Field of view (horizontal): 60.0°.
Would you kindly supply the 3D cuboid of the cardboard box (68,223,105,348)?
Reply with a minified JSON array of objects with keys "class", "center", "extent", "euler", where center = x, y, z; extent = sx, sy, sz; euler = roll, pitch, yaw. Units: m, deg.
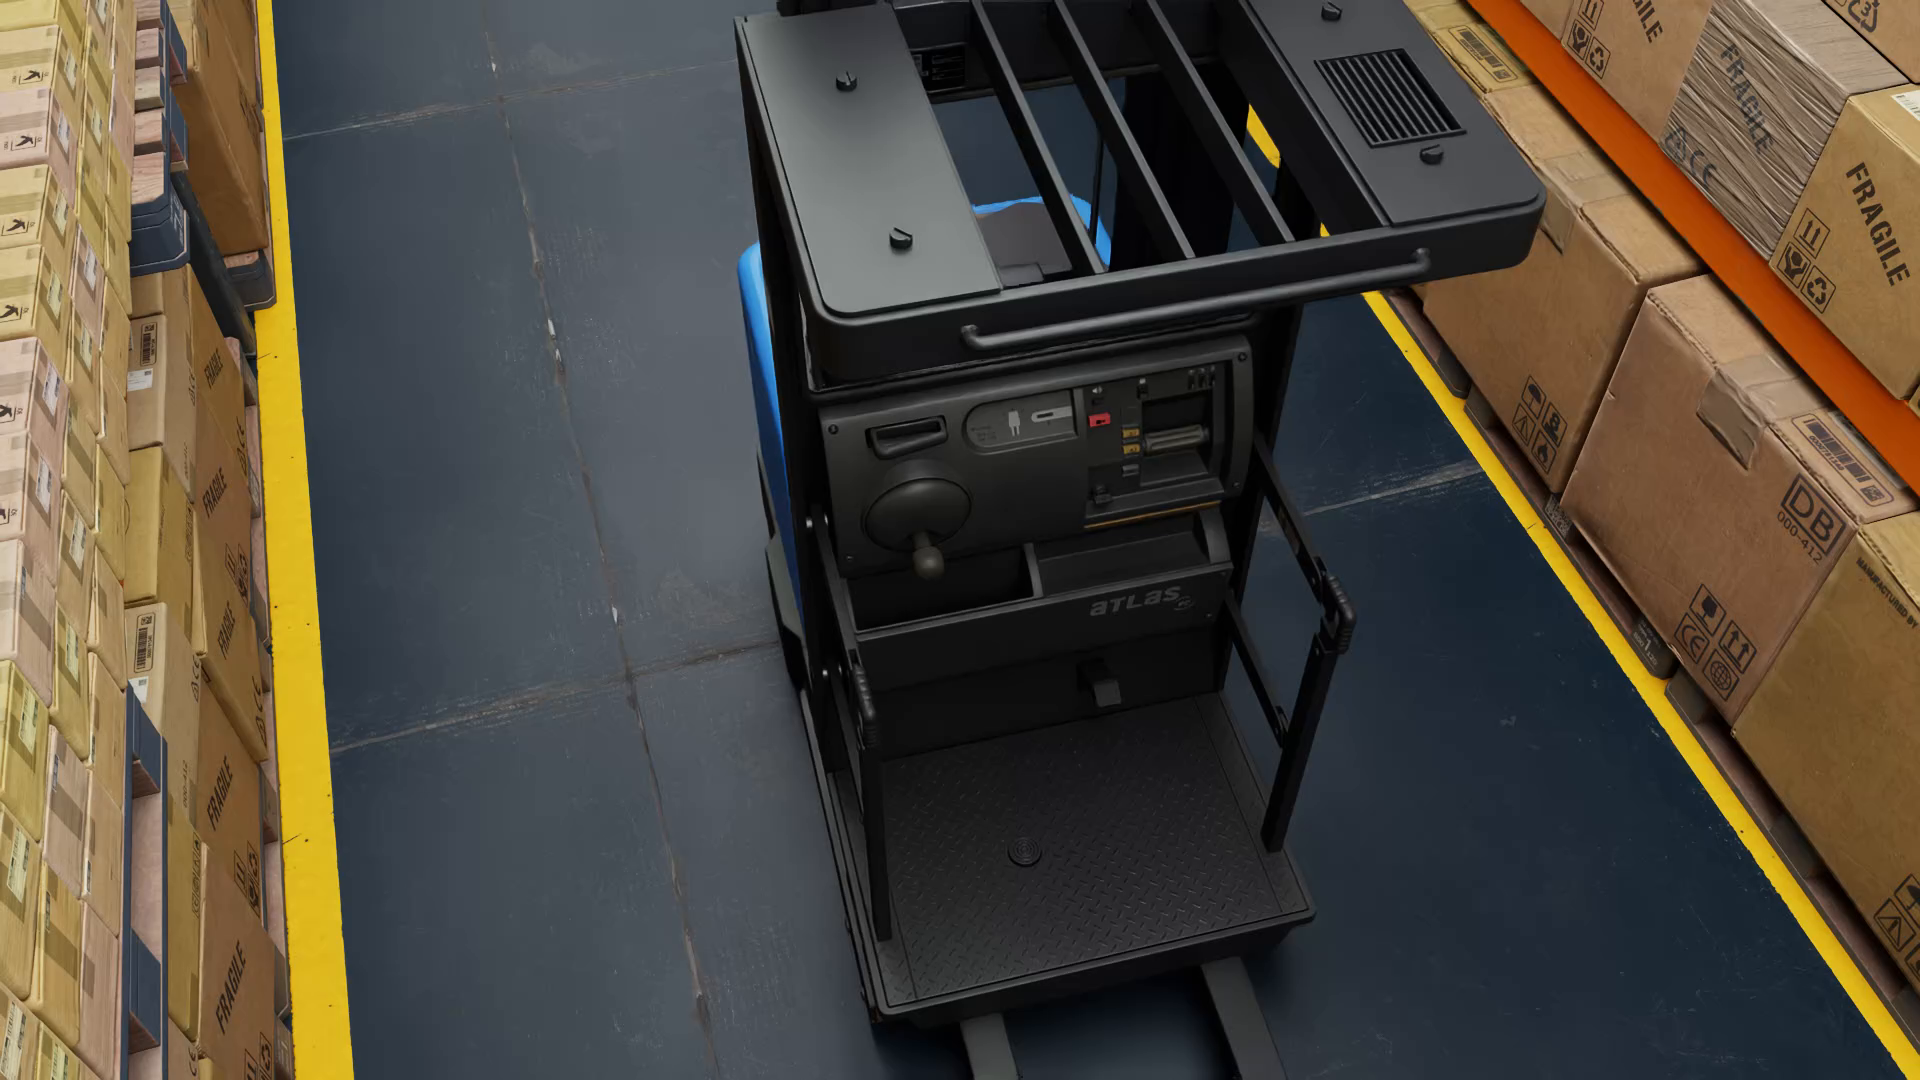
[{"class":"cardboard box","center":[-1.976,-0.486,3.393],"extent":[0.380,0.149,0.250],"euler":[-12,51,-10]}]

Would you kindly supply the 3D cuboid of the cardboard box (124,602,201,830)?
[{"class":"cardboard box","center":[-2.030,0.454,3.775],"extent":[0.500,0.250,0.500],"euler":[-12,51,-10]}]

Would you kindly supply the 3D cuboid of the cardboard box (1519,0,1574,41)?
[{"class":"cardboard box","center":[1.866,-1.822,4.759],"extent":[0.500,0.500,0.500],"euler":[-15,51,-12]}]

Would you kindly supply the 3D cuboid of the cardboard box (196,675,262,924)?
[{"class":"cardboard box","center":[-2.048,0.692,4.065],"extent":[0.500,0.500,0.500],"euler":[-13,51,-10]}]

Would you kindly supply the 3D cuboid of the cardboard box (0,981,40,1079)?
[{"class":"cardboard box","center":[-1.435,0.749,2.158],"extent":[0.380,0.149,0.250],"euler":[-11,51,-9]}]

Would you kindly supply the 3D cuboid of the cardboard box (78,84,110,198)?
[{"class":"cardboard box","center":[-2.125,-0.858,3.707],"extent":[0.380,0.149,0.250],"euler":[-13,51,-11]}]

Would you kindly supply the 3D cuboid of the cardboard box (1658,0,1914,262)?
[{"class":"cardboard box","center":[2.167,-1.083,4.136],"extent":[0.500,0.500,0.500],"euler":[-13,51,-11]}]

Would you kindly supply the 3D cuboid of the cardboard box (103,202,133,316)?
[{"class":"cardboard box","center":[-2.056,-0.584,3.670],"extent":[0.380,0.149,0.250],"euler":[-15,52,-13]}]

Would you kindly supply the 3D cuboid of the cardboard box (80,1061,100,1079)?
[{"class":"cardboard box","center":[-1.435,0.940,2.385],"extent":[0.380,0.149,0.250],"euler":[-16,52,-13]}]

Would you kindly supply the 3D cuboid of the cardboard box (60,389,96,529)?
[{"class":"cardboard box","center":[-1.827,-0.113,3.078],"extent":[0.380,0.149,0.250],"euler":[-14,51,-12]}]

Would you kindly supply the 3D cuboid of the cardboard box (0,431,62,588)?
[{"class":"cardboard box","center":[-1.744,-0.011,2.798],"extent":[0.380,0.149,0.250],"euler":[-14,51,-11]}]

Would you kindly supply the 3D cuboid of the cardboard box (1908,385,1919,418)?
[{"class":"cardboard box","center":[2.472,-0.336,3.506],"extent":[0.500,0.500,0.500],"euler":[-12,51,-10]}]

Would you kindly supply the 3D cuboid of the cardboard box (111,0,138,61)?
[{"class":"cardboard box","center":[-2.355,-1.333,4.302],"extent":[0.380,0.149,0.250],"euler":[-13,51,-10]}]

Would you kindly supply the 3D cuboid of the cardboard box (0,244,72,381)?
[{"class":"cardboard box","center":[-1.901,-0.392,3.119],"extent":[0.380,0.149,0.250],"euler":[-12,51,-10]}]

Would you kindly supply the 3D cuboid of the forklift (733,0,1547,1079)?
[{"class":"forklift","center":[0.229,-0.063,3.386],"extent":[1.130,2.935,3.031],"euler":[-11,51,-9]}]

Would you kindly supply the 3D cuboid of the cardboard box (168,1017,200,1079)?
[{"class":"cardboard box","center":[-1.724,1.216,3.133],"extent":[0.500,0.250,0.500],"euler":[-15,52,-13]}]

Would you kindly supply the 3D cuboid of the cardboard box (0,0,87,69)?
[{"class":"cardboard box","center":[-2.208,-1.152,3.759],"extent":[0.380,0.149,0.250],"euler":[-12,51,-10]}]

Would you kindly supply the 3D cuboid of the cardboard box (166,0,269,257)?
[{"class":"cardboard box","center":[-3.034,-1.410,5.674],"extent":[1.050,0.750,0.750],"euler":[-14,51,-11]}]

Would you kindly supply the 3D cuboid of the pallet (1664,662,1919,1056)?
[{"class":"pallet","center":[2.710,0.691,4.529],"extent":[1.003,0.211,1.213],"euler":[-13,51,-11]}]

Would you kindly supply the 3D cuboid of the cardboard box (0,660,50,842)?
[{"class":"cardboard box","center":[-1.596,0.359,2.486],"extent":[0.380,0.149,0.250],"euler":[-13,51,-11]}]

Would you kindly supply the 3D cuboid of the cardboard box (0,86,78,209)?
[{"class":"cardboard box","center":[-2.060,-0.780,3.446],"extent":[0.380,0.149,0.250],"euler":[-13,51,-11]}]

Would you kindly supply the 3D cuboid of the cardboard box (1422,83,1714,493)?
[{"class":"cardboard box","center":[2.268,-0.872,5.138],"extent":[1.225,0.875,0.875],"euler":[-13,51,-11]}]

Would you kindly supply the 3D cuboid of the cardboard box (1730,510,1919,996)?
[{"class":"cardboard box","center":[2.802,0.425,4.045],"extent":[1.225,0.875,0.875],"euler":[-13,51,-11]}]

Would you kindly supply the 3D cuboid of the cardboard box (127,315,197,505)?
[{"class":"cardboard box","center":[-2.328,-0.300,4.411],"extent":[0.500,0.250,0.500],"euler":[-13,51,-10]}]

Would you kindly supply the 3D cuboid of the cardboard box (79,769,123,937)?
[{"class":"cardboard box","center":[-1.592,0.556,2.709],"extent":[0.380,0.149,0.250],"euler":[-13,51,-11]}]

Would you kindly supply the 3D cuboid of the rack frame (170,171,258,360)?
[{"class":"rack frame","center":[-2.940,-1.535,4.582],"extent":[1.000,3.000,0.127],"euler":[-13,51,-11]}]

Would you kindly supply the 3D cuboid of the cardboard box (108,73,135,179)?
[{"class":"cardboard box","center":[-2.207,-0.964,3.990],"extent":[0.380,0.149,0.250],"euler":[-13,51,-10]}]

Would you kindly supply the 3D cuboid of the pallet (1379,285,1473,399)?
[{"class":"pallet","center":[1.989,-1.091,6.032],"extent":[1.003,0.211,1.213],"euler":[-13,51,-11]}]

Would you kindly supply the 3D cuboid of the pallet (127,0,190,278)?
[{"class":"pallet","center":[-2.628,-0.977,4.237],"extent":[1.213,0.211,1.003],"euler":[-13,51,-11]}]

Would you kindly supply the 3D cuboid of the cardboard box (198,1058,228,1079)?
[{"class":"cardboard box","center":[-1.723,1.457,3.420],"extent":[0.500,0.500,0.500],"euler":[-12,51,-10]}]

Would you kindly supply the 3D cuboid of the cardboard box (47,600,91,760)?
[{"class":"cardboard box","center":[-1.667,0.277,2.749],"extent":[0.380,0.149,0.250],"euler":[-15,52,-13]}]

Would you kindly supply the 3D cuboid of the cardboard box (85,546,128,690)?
[{"class":"cardboard box","center":[-1.741,0.186,3.021],"extent":[0.380,0.149,0.250],"euler":[-15,52,-13]}]

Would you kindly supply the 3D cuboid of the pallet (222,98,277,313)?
[{"class":"pallet","center":[-3.101,-1.229,6.148],"extent":[1.003,0.211,1.213],"euler":[-13,51,-11]}]

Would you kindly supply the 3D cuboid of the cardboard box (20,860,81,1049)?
[{"class":"cardboard box","center":[-1.513,0.656,2.430],"extent":[0.380,0.149,0.250],"euler":[-14,51,-12]}]

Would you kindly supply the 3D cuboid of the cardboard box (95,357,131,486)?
[{"class":"cardboard box","center":[-1.897,-0.197,3.344],"extent":[0.380,0.149,0.250],"euler":[-15,52,-13]}]

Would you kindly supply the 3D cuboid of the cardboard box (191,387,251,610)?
[{"class":"cardboard box","center":[-2.346,-0.063,4.702],"extent":[0.500,0.500,0.500],"euler":[-11,51,-10]}]

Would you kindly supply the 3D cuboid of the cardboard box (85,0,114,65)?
[{"class":"cardboard box","center":[-2.279,-1.233,4.022],"extent":[0.380,0.149,0.250],"euler":[-12,51,-10]}]

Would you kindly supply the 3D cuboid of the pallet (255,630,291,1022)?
[{"class":"pallet","center":[-2.353,0.824,4.417],"extent":[1.003,0.211,1.213],"euler":[-13,51,-11]}]
